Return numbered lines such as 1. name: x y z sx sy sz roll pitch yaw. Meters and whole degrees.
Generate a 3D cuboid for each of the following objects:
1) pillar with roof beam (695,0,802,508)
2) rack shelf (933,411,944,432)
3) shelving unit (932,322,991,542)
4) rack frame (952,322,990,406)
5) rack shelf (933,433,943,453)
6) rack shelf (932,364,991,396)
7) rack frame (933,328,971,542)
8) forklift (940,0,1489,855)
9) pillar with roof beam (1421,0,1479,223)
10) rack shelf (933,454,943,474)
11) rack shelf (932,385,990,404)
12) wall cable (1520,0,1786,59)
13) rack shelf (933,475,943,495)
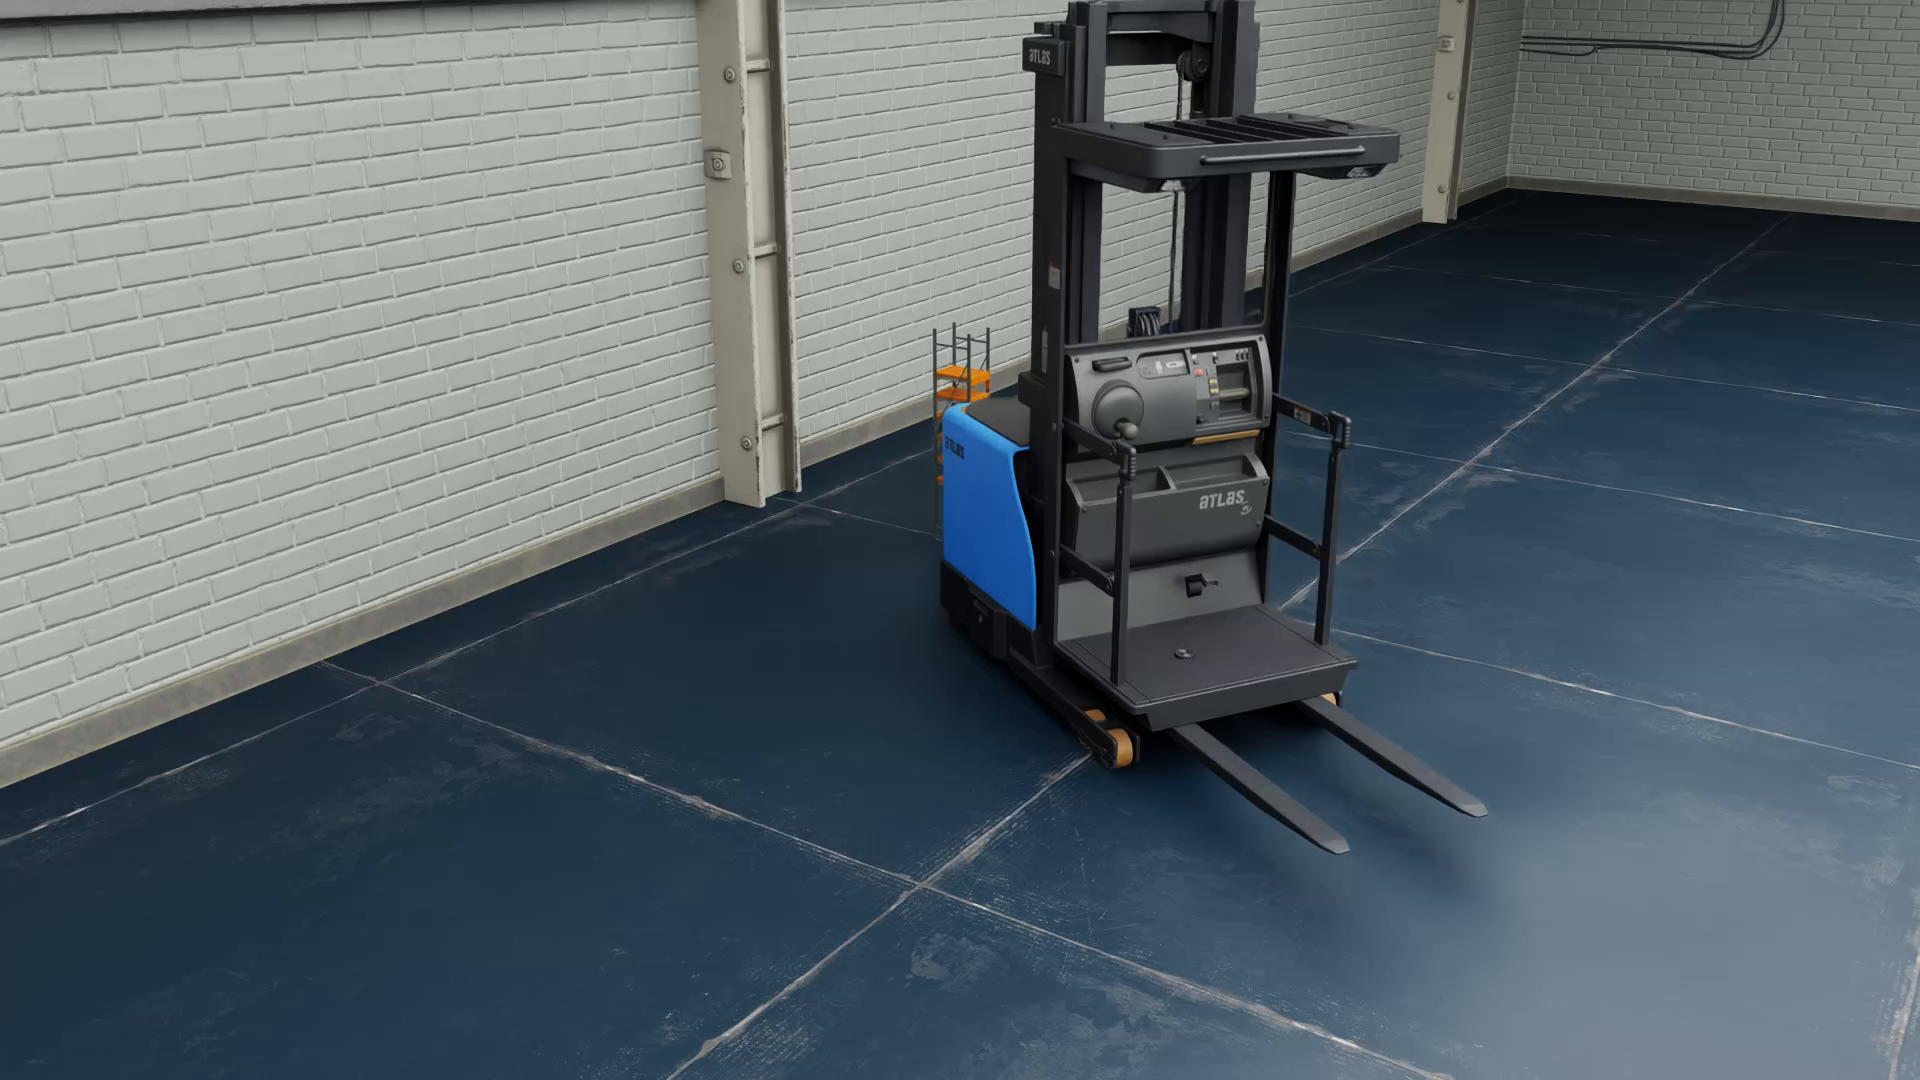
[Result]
1. pillar with roof beam: 2.367 -3.657 6.180 9.100 9.000 0.400 13 24 32
2. rack shelf: 0.008 -0.638 9.042 0.258 0.103 0.180 13 24 32
3. shelving unit: 0.008 -0.567 9.068 0.258 1.200 0.189 13 24 32
4. rack frame: 0.060 -0.593 9.139 0.240 1.200 0.006 13 24 32
5. rack shelf: 0.008 -0.525 9.083 0.258 0.103 0.180 13 24 32
6. rack shelf: 0.008 -0.863 8.959 0.258 0.103 0.180 13 24 32
7. rack frame: -0.043 -0.541 8.997 0.240 1.200 0.006 13 24 32
8. forklift: 0.971 -0.614 6.701 1.130 2.935 3.031 -9 22 -23
9. pillar with roof beam: 9.113 -7.100 15.488 9.100 9.000 0.400 13 24 32
10. rack shelf: 0.008 -0.413 9.125 0.258 0.103 0.180 13 24 32
11. rack shelf: 0.008 -0.750 9.000 0.258 0.103 0.180 13 24 32
12. wall cable: 8.302 -7.071 19.884 3.097 2.526 0.112 13 24 32
13. rack shelf: 0.008 -0.300 9.167 0.258 0.103 0.180 13 24 32
